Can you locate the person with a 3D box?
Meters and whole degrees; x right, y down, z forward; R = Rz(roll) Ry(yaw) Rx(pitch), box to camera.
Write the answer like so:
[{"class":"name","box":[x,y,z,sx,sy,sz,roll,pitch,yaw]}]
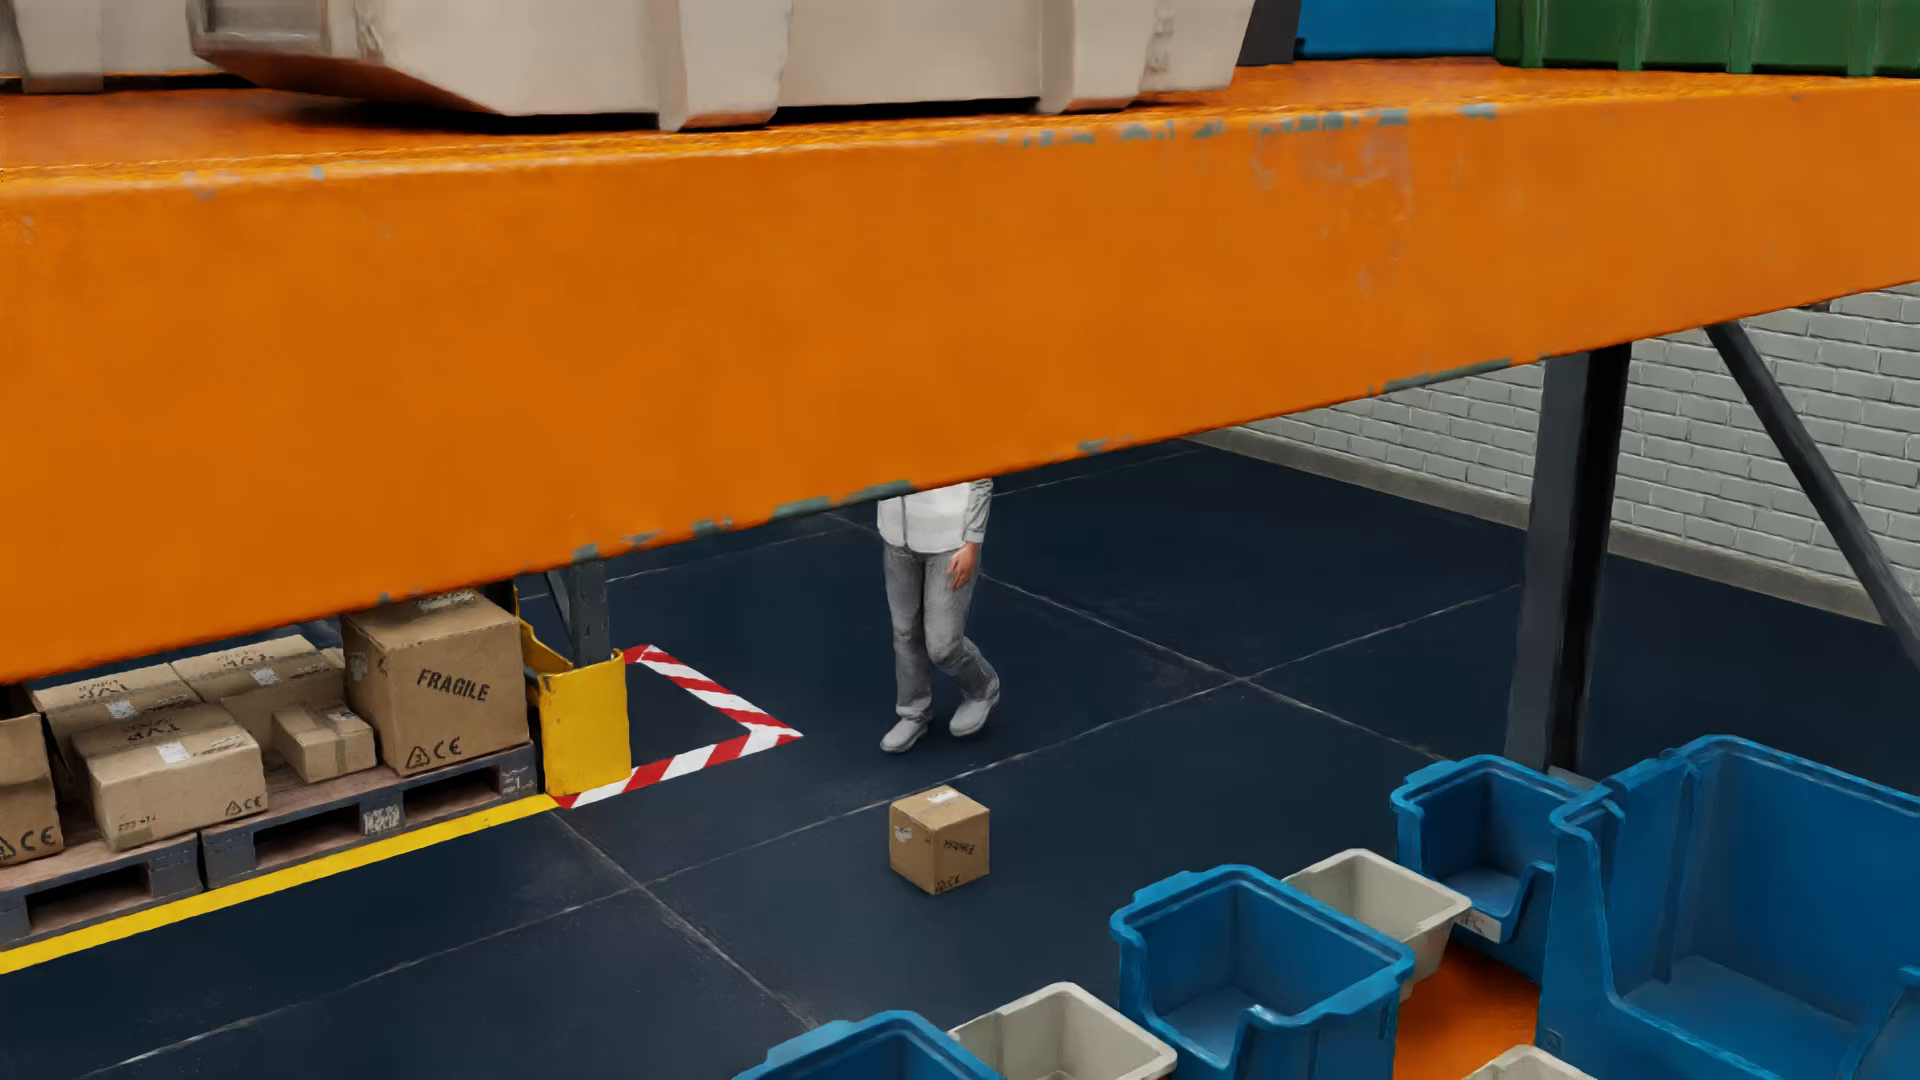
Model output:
[{"class":"person","box":[-0.107,-0.017,6.555,0.553,1.770,0.540,11,21,31]}]
